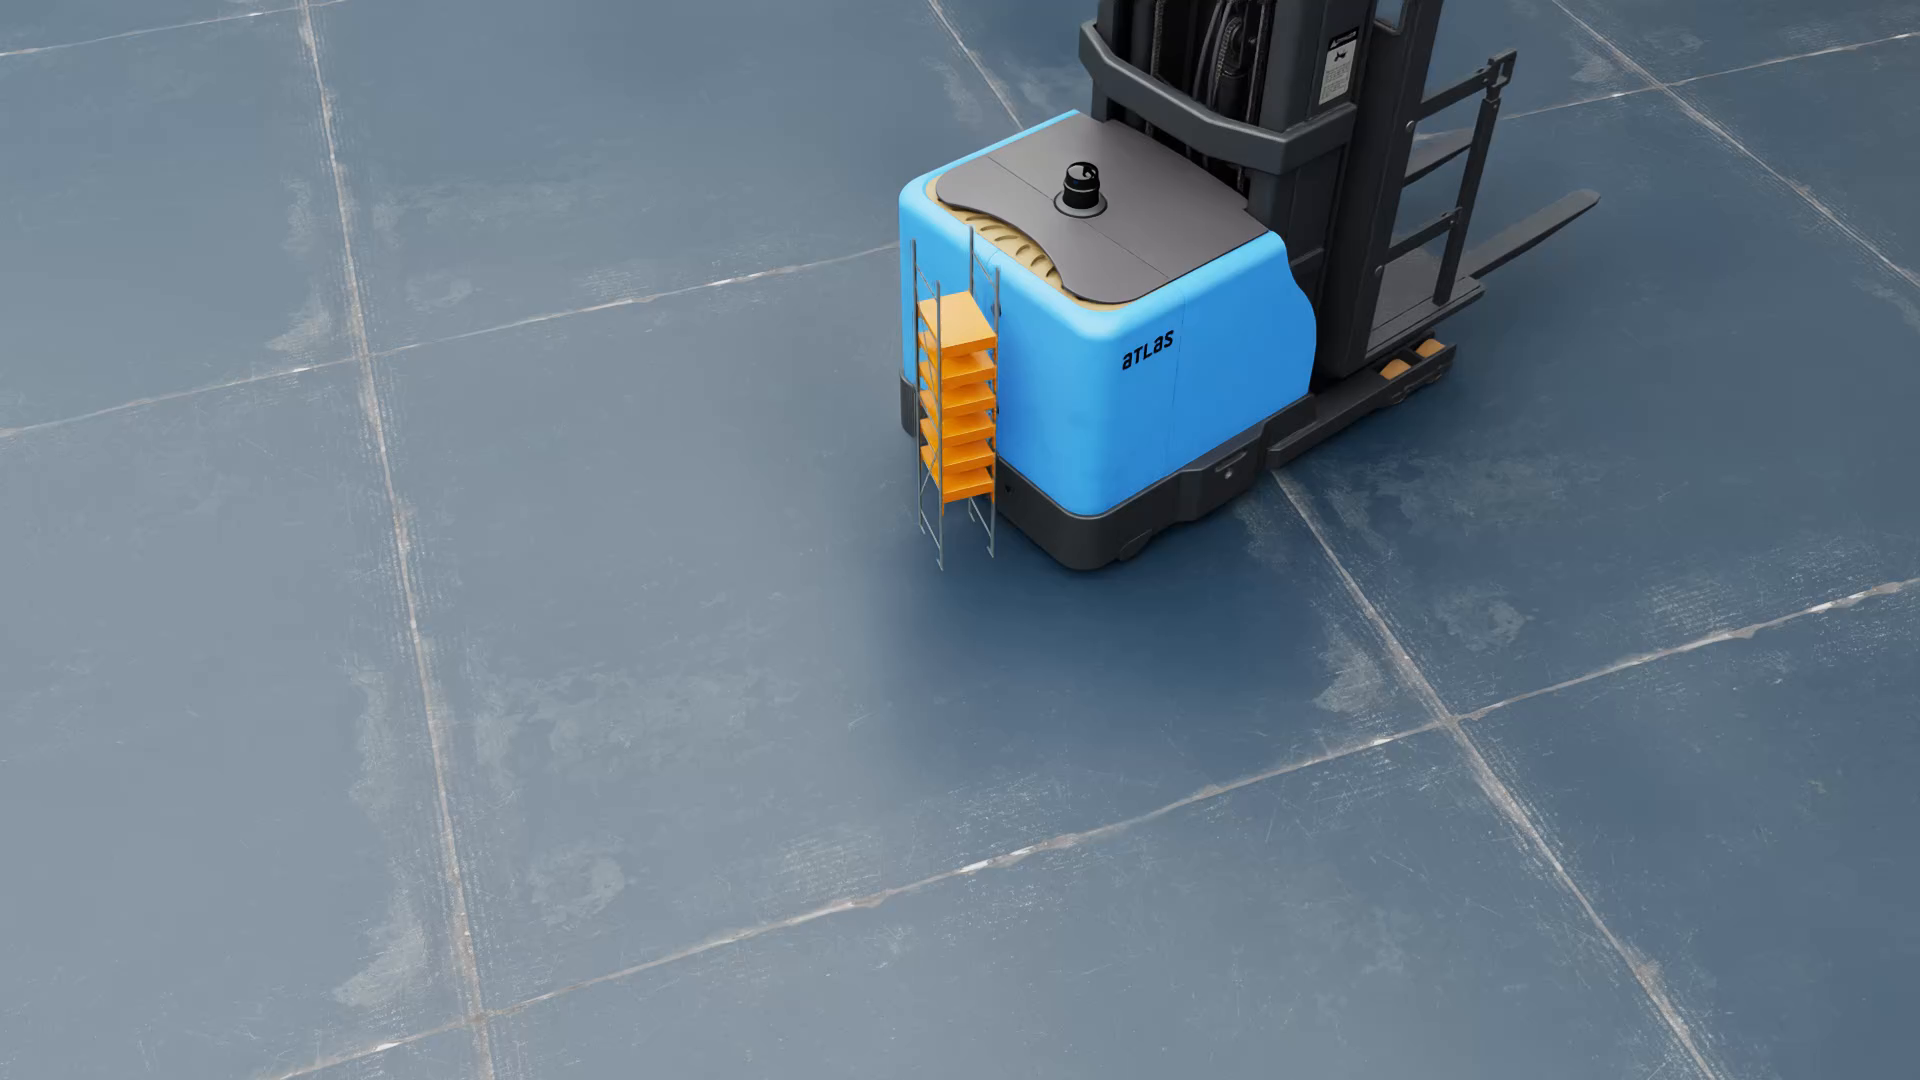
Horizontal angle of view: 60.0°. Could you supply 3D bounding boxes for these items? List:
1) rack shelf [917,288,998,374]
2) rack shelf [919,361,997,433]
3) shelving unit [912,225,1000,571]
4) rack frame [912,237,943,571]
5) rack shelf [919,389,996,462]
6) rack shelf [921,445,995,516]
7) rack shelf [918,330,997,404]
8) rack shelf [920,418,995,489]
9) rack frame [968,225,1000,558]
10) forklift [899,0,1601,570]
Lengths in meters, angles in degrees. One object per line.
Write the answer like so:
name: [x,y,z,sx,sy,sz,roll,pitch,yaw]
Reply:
rack shelf: [-0.014,-0.643,5.098,0.180,0.103,0.258,-14,47,-14]
rack shelf: [-0.014,-0.473,5.268,0.180,0.103,0.258,-14,47,-14]
shelving unit: [-0.014,-0.420,5.322,0.189,1.200,0.258,-14,47,-14]
rack frame: [-0.100,-0.398,5.300,0.006,1.200,0.240,-14,47,-14]
rack shelf: [-0.014,-0.389,5.353,0.180,0.103,0.258,-14,47,-14]
rack shelf: [-0.014,-0.219,5.523,0.180,0.103,0.258,-14,47,-14]
rack shelf: [-0.014,-0.558,5.183,0.180,0.103,0.258,-14,47,-14]
rack shelf: [-0.014,-0.304,5.438,0.180,0.103,0.258,-14,47,-14]
rack frame: [0.072,-0.442,5.343,0.006,1.200,0.240,-14,47,-14]
forklift: [1.252,-1.812,5.486,3.031,2.935,1.130,-30,52,-26]
